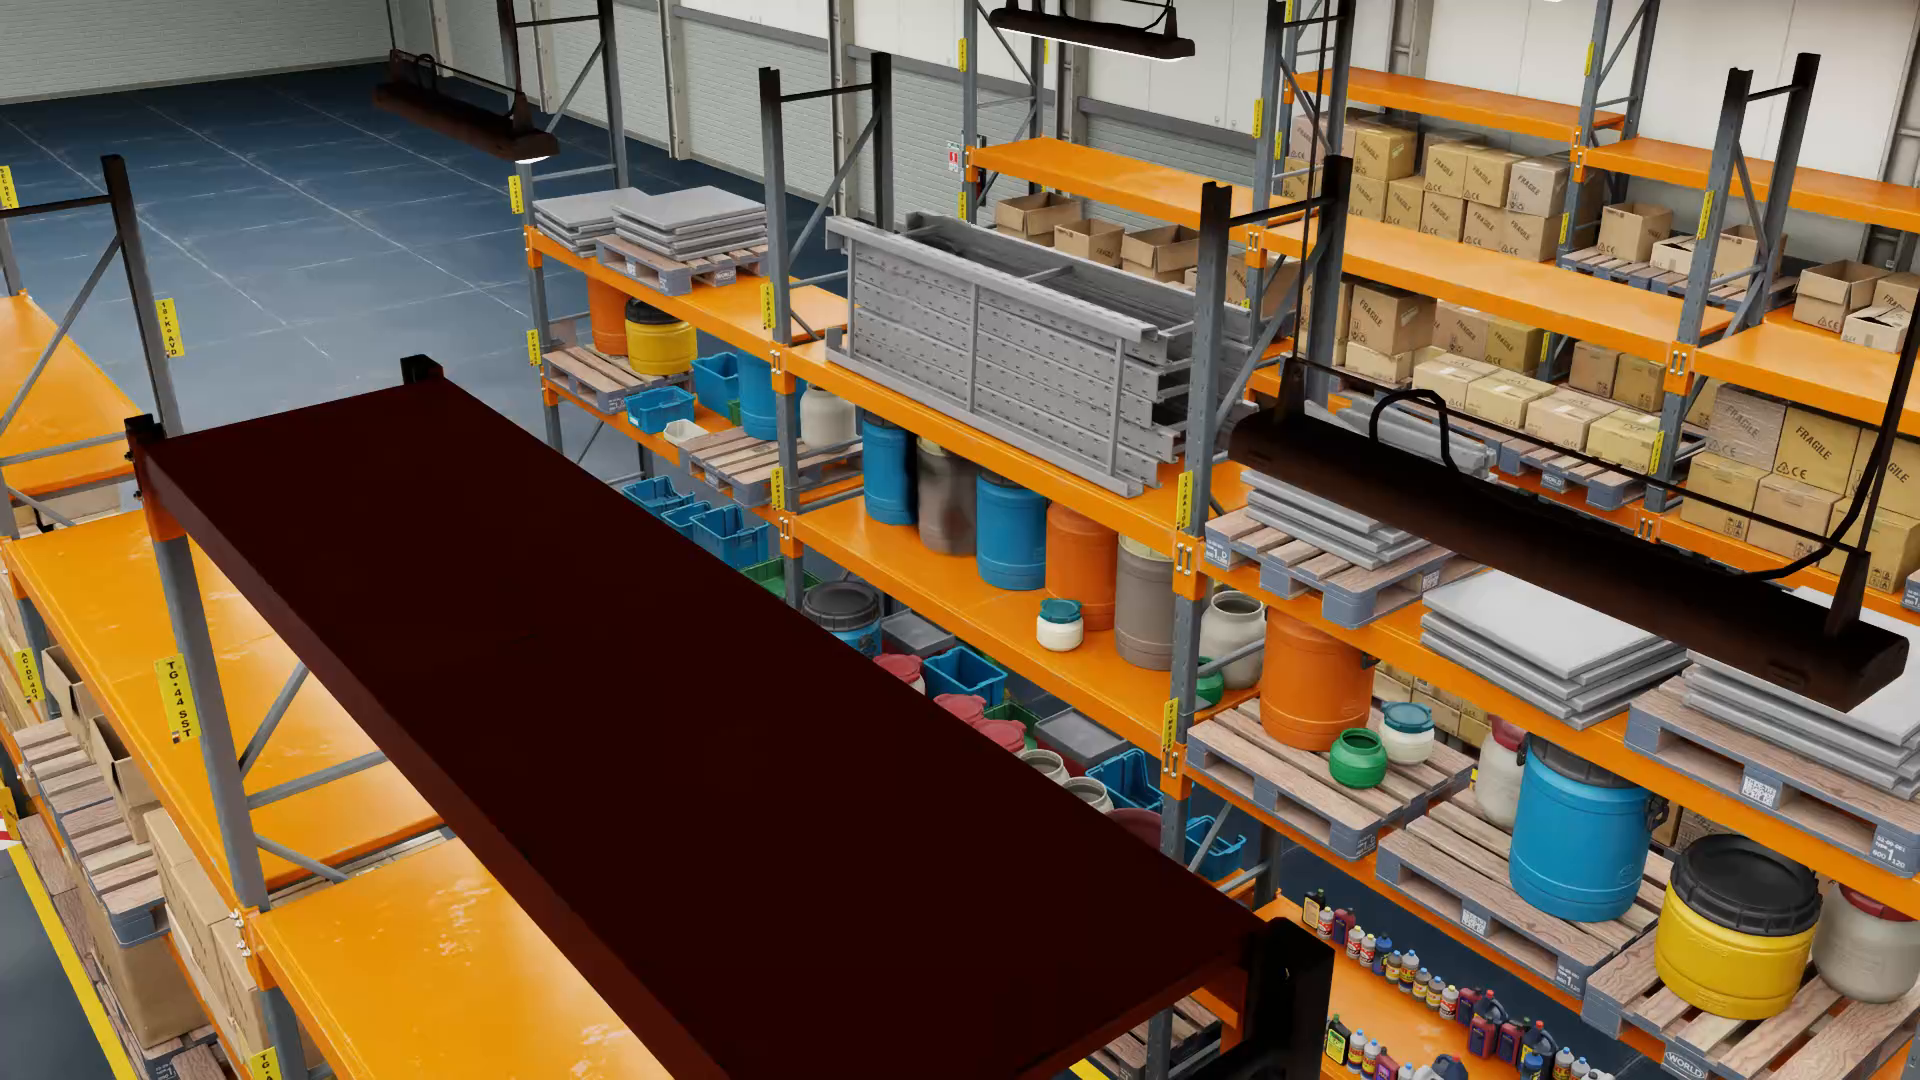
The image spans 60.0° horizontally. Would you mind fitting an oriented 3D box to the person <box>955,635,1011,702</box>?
[{"bbox_3d":[-0.024,0.705,14.867,0.980,1.716,0.455,1,26,2],"label":"person"}]
